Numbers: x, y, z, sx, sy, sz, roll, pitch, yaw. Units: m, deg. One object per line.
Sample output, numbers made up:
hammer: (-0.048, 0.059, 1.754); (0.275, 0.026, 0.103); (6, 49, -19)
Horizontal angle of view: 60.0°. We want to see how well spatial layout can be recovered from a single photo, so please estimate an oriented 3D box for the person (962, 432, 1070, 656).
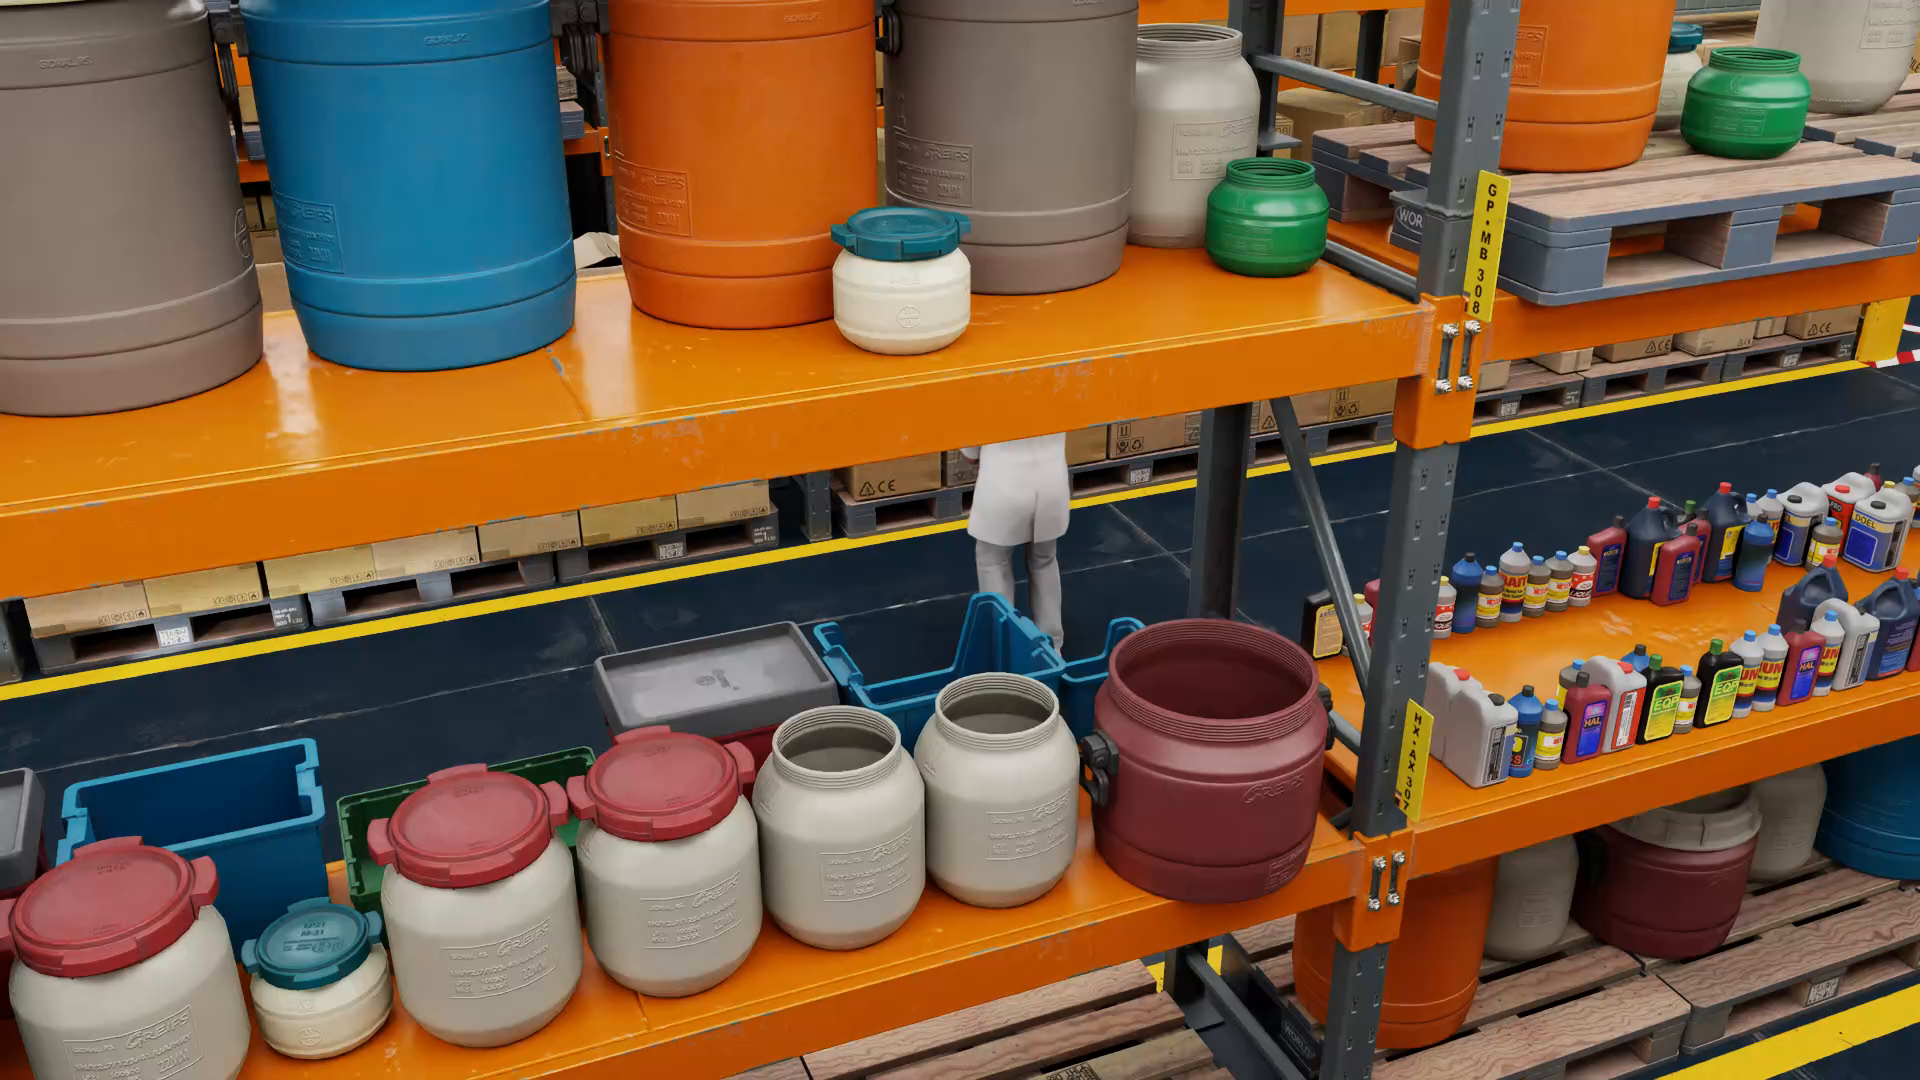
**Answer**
person: (0.242, -0.274, 7.709); (0.530, 1.770, 0.555); (-10, 27, -20)
